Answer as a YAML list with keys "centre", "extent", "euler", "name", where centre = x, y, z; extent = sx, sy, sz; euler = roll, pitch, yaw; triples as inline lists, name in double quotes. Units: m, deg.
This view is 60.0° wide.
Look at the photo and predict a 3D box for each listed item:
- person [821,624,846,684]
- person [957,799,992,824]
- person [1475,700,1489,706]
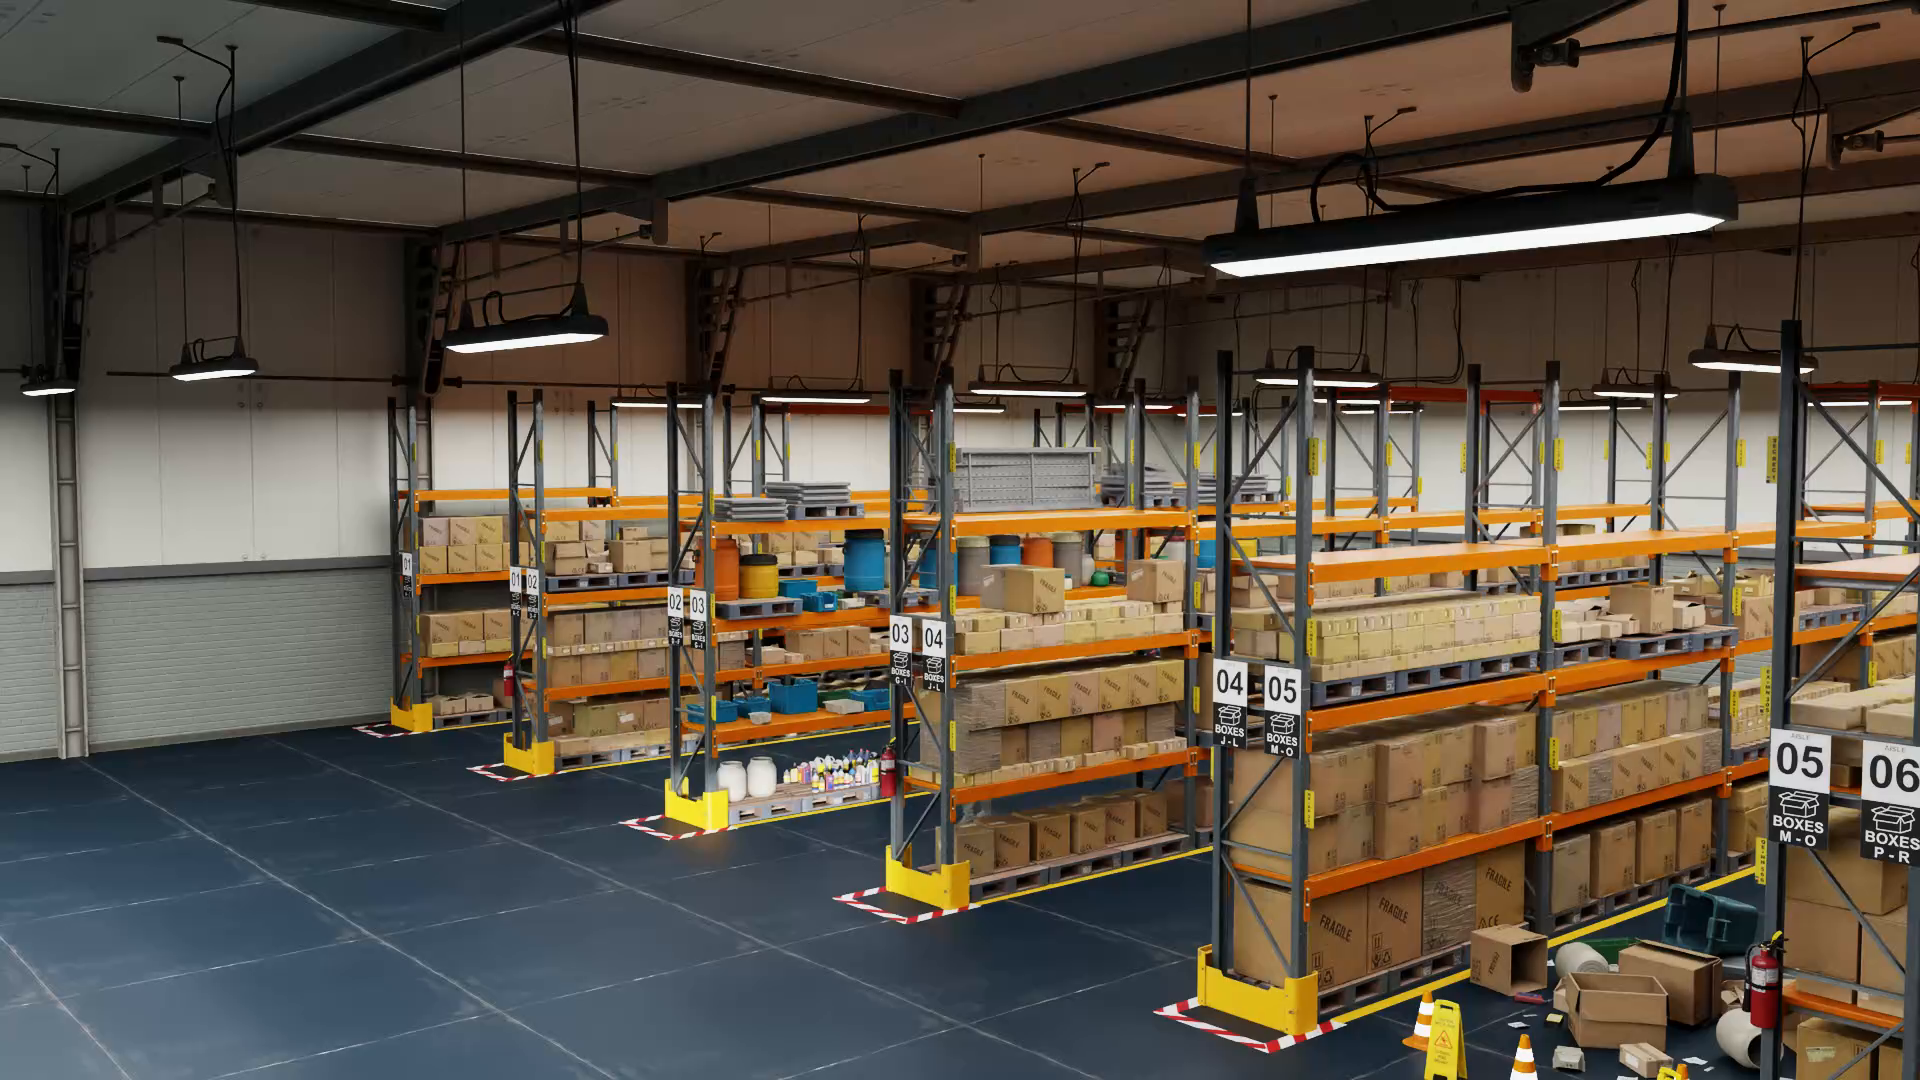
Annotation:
- centre: [-2.488, 2.453, 32.735]
  extent: [0.571, 1.618, 0.869]
  euler: [3, 4, 41]
  name: "person"
- centre: [0.213, 3.045, 22.302]
  extent: [0.663, 1.594, 0.737]
  euler: [-1, 4, -21]
  name: "person"
- centre: [7.788, 3.018, 23.819]
  extent: [0.960, 1.534, 0.669]
  euler: [-1, 3, -17]
  name: "person"
